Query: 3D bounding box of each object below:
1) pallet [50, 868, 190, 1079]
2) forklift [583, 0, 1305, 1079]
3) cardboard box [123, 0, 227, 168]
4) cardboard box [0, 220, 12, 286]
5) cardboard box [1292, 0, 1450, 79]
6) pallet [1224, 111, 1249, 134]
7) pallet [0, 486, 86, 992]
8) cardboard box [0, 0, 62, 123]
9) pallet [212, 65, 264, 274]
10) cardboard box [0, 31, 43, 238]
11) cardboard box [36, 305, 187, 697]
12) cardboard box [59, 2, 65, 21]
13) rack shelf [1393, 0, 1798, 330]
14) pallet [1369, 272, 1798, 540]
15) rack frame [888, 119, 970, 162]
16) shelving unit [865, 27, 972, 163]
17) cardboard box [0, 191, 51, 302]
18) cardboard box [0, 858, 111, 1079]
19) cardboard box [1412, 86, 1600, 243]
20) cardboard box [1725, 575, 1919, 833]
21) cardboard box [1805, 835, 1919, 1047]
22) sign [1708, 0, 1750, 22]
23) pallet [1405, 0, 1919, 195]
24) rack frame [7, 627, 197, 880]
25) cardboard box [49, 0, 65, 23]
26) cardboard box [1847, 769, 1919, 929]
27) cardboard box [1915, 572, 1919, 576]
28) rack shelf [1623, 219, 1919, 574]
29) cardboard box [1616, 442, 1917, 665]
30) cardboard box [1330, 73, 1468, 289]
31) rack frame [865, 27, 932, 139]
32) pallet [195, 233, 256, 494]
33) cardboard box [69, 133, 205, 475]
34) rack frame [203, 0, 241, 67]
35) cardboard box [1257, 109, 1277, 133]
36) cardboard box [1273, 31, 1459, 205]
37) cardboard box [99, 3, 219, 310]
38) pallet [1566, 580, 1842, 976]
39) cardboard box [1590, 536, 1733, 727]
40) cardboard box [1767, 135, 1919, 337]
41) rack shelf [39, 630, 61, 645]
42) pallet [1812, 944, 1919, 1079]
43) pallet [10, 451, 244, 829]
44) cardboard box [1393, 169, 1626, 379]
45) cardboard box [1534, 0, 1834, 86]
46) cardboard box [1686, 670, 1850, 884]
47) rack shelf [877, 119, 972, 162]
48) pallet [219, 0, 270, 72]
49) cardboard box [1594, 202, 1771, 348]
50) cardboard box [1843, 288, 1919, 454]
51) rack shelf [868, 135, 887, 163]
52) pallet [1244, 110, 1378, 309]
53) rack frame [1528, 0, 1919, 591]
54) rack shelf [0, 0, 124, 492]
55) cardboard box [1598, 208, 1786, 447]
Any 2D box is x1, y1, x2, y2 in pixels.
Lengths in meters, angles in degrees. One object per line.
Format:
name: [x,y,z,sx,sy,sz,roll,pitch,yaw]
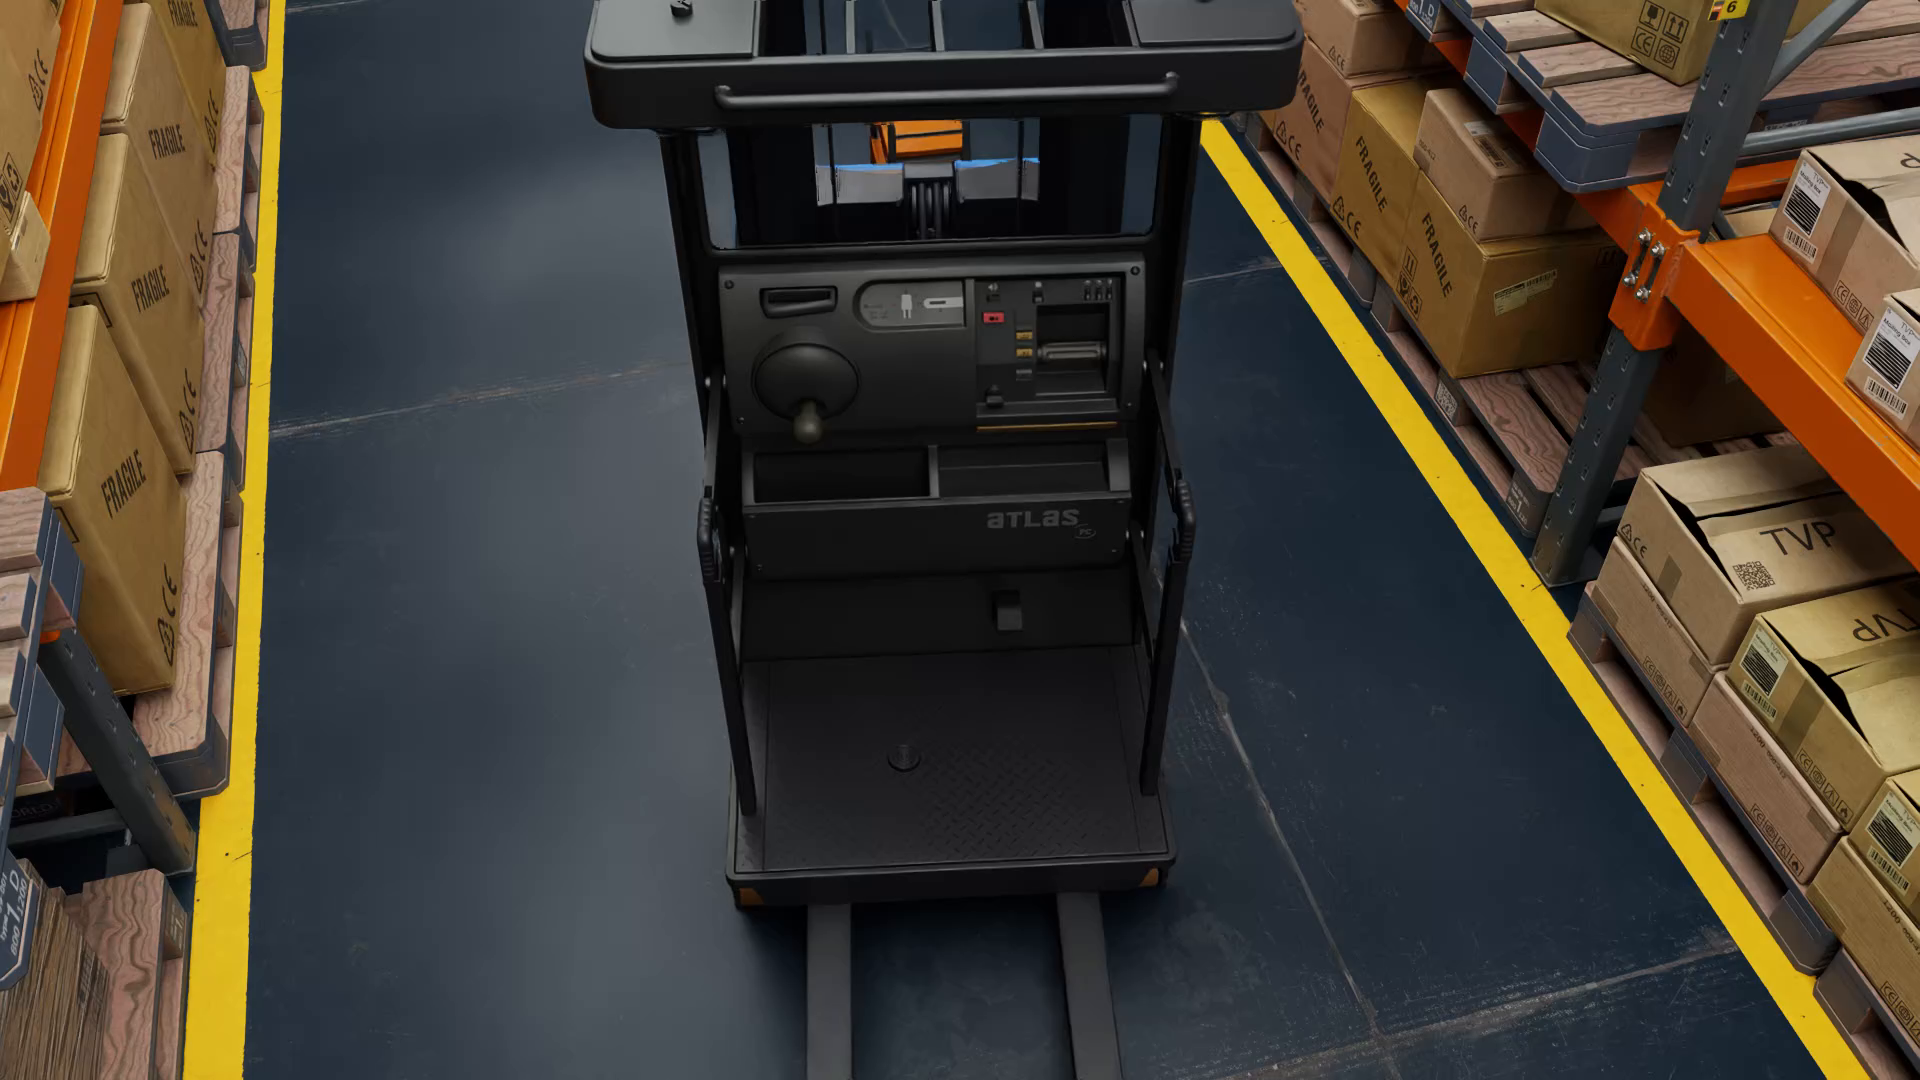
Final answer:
pallet: [-2.320,1.395,3.735,1.003,0.211,1.213,-11,47,-10]
forklift: [-0.043,-0.327,3.518,1.130,2.935,3.031,-2,46,-2]
cardboard box: [-3.251,-1.852,6.176,0.750,0.750,0.750,-10,46,-10]
cardboard box: [-2.396,-0.649,3.494,0.500,0.500,0.500,-9,46,-9]
cardboard box: [1.518,-1.918,5.946,0.500,0.250,0.500,-12,47,-11]
pallet: [1.490,-2.260,7.318,1.003,0.211,1.213,-11,47,-10]
pallet: [-2.233,0.418,2.874,1.213,0.211,1.003,-11,47,-10]
cardboard box: [-2.647,-1.356,4.186,0.500,0.500,0.500,-11,47,-10]
pallet: [-3.272,-1.388,6.462,1.003,0.211,1.213,-11,47,-10]
cardboard box: [-2.521,-1.013,3.850,0.500,0.500,0.500,-9,46,-9]
cardboard box: [-2.580,-0.047,4.407,0.750,0.750,0.750,-11,47,-11]
cardboard box: [-2.843,-1.550,4.830,0.380,0.149,0.250,-9,46,-9]
rack shelf: [1.757,-2.159,5.769,1.077,0.370,4.000,-11,47,-10]
pallet: [2.114,-0.576,5.667,1.003,0.211,1.213,-11,47,-10]
rack frame: [-0.089,-0.823,5.216,0.240,1.200,0.015,-7,46,-7]
shelving unit: [-0.130,-0.995,5.385,0.258,1.200,0.503,-7,46,-7]
cardboard box: [-2.421,-0.684,3.982,0.380,0.149,0.250,-9,46,-9]
cardboard box: [-2.284,1.087,3.526,0.700,0.500,0.500,-10,46,-10]
cardboard box: [1.784,-1.212,5.255,0.500,0.250,0.500,-9,46,-9]
cardboard box: [2.262,0.366,4.030,0.500,0.311,0.500,-12,47,-11]
cardboard box: [2.388,0.906,3.893,0.500,0.250,0.500,-12,47,-11]
sign: [1.747,-1.301,3.670,0.100,0.325,0.005,-11,47,-10]
pallet: [2.028,-1.418,4.673,1.213,0.211,1.003,-11,47,-10]
rack frame: [-2.519,-0.121,3.269,1.000,3.000,0.127,-11,47,-10]
cardboard box: [-2.788,-1.714,4.537,0.500,0.500,0.500,-10,46,-9]
cardboard box: [2.390,0.719,3.684,0.500,0.311,0.500,-12,47,-11]
cardboard box: [2.641,-0.094,4.480,0.500,0.311,0.500,-10,46,-9]
rack shelf: [2.781,0.603,3.062,1.077,0.370,4.000,-11,47,-10]
cardboard box: [2.119,0.005,4.384,0.500,0.311,0.500,-9,46,-9]
cardboard box: [1.670,-1.269,5.835,0.500,0.500,0.500,-12,47,-12]
rack frame: [-0.171,-1.167,5.553,0.240,1.200,0.015,-7,46,-7]
pallet: [-2.956,-0.544,5.635,1.003,0.211,1.213,-11,47,-10]
cardboard box: [-2.798,-0.653,5.001,0.750,0.750,0.750,-11,47,-11]
rack frame: [-3.543,-2.883,5.975,1.000,3.000,0.127,-11,47,-10]
cardboard box: [1.401,-1.979,6.531,0.500,0.500,0.500,-10,46,-10]
cardboard box: [1.530,-1.630,6.189,0.500,0.500,0.500,-12,47,-12]
cardboard box: [-3.020,-1.239,5.575,0.750,0.750,0.750,-9,46,-9]
pallet: [2.442,0.522,4.591,1.003,0.211,1.213,-11,47,-10]
cardboard box: [2.119,0.201,4.584,0.500,0.250,0.500,-11,47,-10]
cardboard box: [2.320,-0.739,3.937,0.500,0.311,0.500,-8,46,-8]
rack shelf: [-2.007,1.511,2.172,1.077,0.370,4.000,-11,47,-10]
pallet: [2.751,1.363,3.767,1.003,0.211,1.213,-11,47,-10]
pallet: [-2.648,0.297,4.811,1.003,0.211,1.213,-11,47,-10]
cardboard box: [1.803,-0.911,5.485,0.500,0.500,0.500,-9,46,-9]
cardboard box: [1.999,-1.626,4.379,0.700,0.500,0.500,-26,51,-23]
cardboard box: [2.249,0.548,4.244,0.500,0.250,0.500,-12,47,-11]
rack shelf: [-0.131,-1.270,5.104,0.258,0.148,0.480,-7,46,-7]
pallet: [-3.662,-2.446,7.499,1.003,0.211,1.213,-11,47,-10]
cardboard box: [2.289,-1.036,5.607,0.500,0.500,0.500,-12,47,-12]
cardboard box: [2.311,-0.345,3.551,0.500,0.311,0.500,-11,47,-11]
rack shelf: [-0.130,-1.105,5.273,0.258,0.148,0.480,-7,46,-7]
pallet: [1.806,-1.417,6.491,1.003,0.211,1.213,-11,47,-10]
rack frame: [2.269,-1.030,4.159,1.000,3.000,0.127,-11,47,-10]
rack shelf: [-3.031,-1.250,4.879,1.077,0.370,4.000,-11,47,-10]
cardboard box: [2.429,-0.675,5.254,0.500,0.500,0.500,-9,46,-9]
